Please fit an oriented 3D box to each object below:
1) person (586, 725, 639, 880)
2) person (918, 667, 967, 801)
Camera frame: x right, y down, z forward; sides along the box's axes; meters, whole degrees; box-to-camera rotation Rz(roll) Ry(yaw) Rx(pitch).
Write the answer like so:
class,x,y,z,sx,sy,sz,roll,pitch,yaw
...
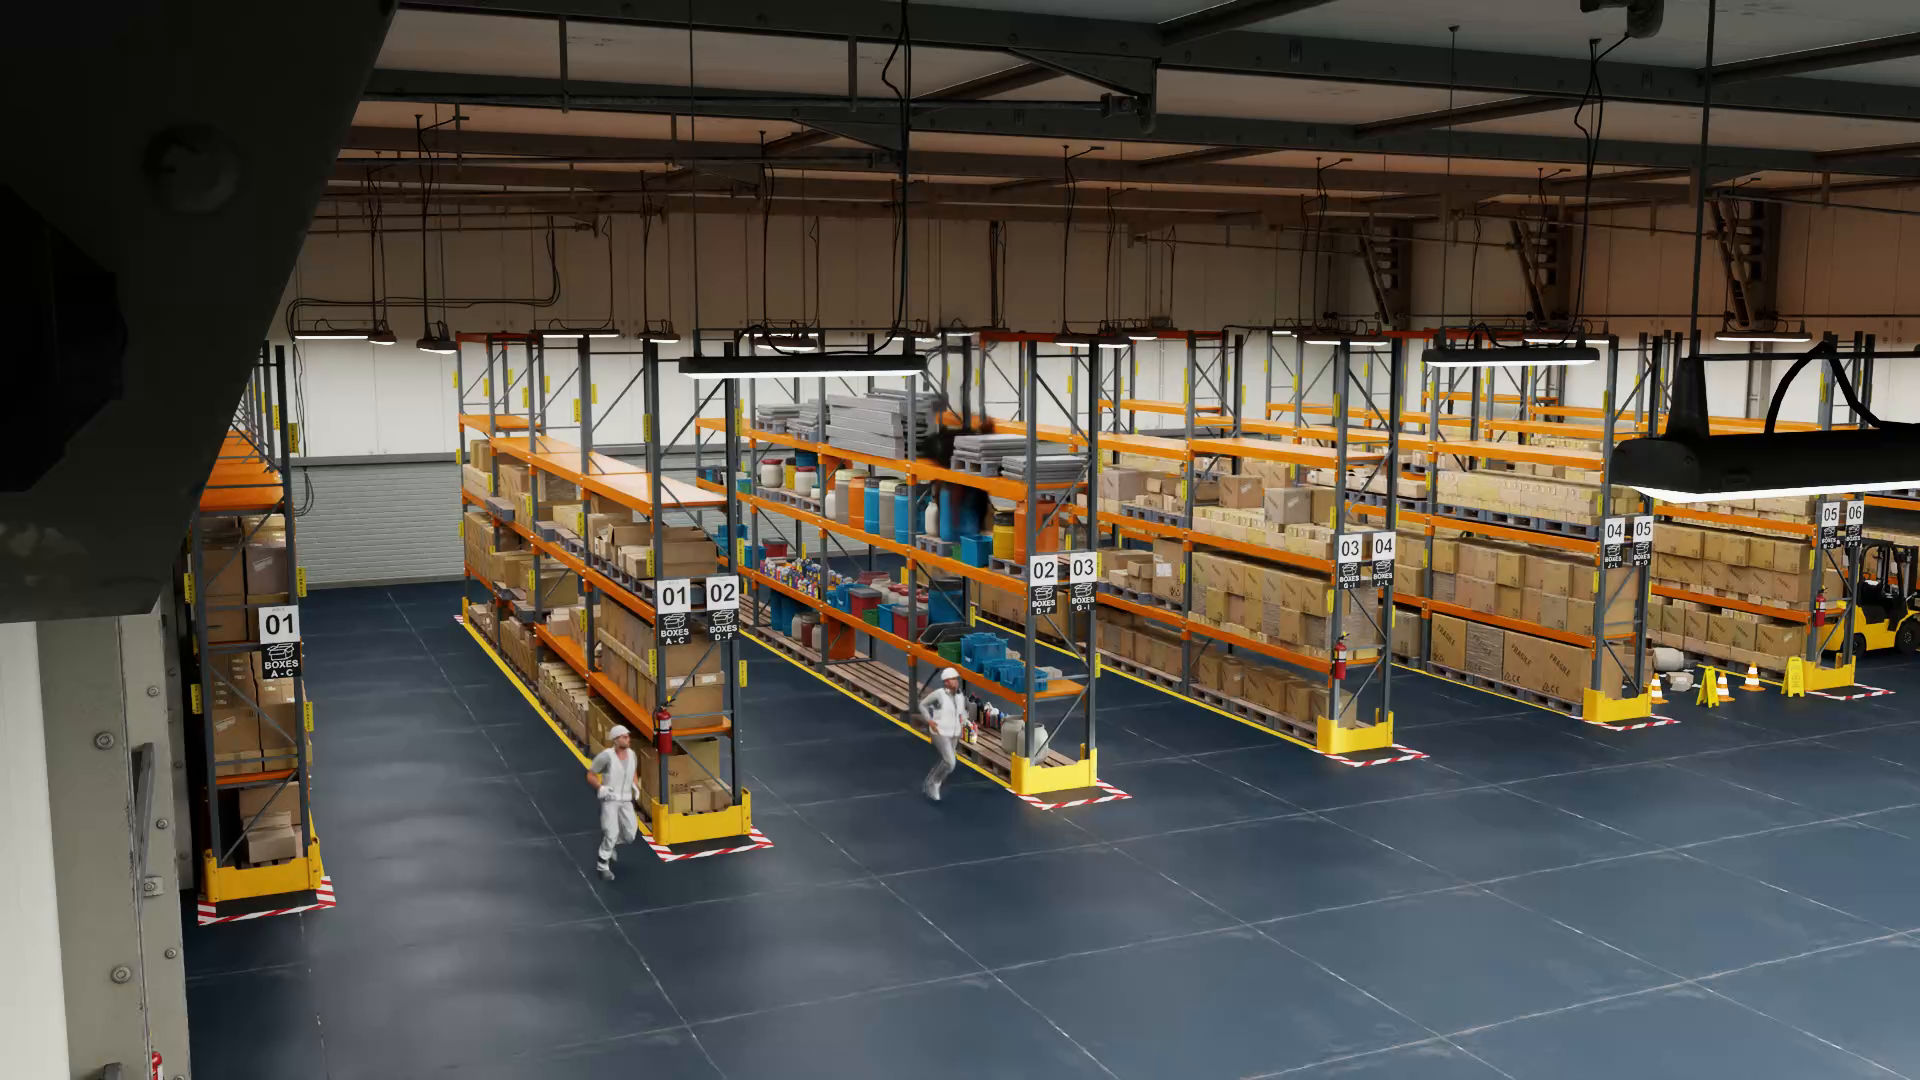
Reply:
class,x,y,z,sx,sy,sz,roll,pitch,yaw
person,-3.919,2.950,18.954,0.664,1.705,0.577,-7,10,-42
person,-0.184,2.535,21.835,0.635,1.749,0.633,7,11,44
